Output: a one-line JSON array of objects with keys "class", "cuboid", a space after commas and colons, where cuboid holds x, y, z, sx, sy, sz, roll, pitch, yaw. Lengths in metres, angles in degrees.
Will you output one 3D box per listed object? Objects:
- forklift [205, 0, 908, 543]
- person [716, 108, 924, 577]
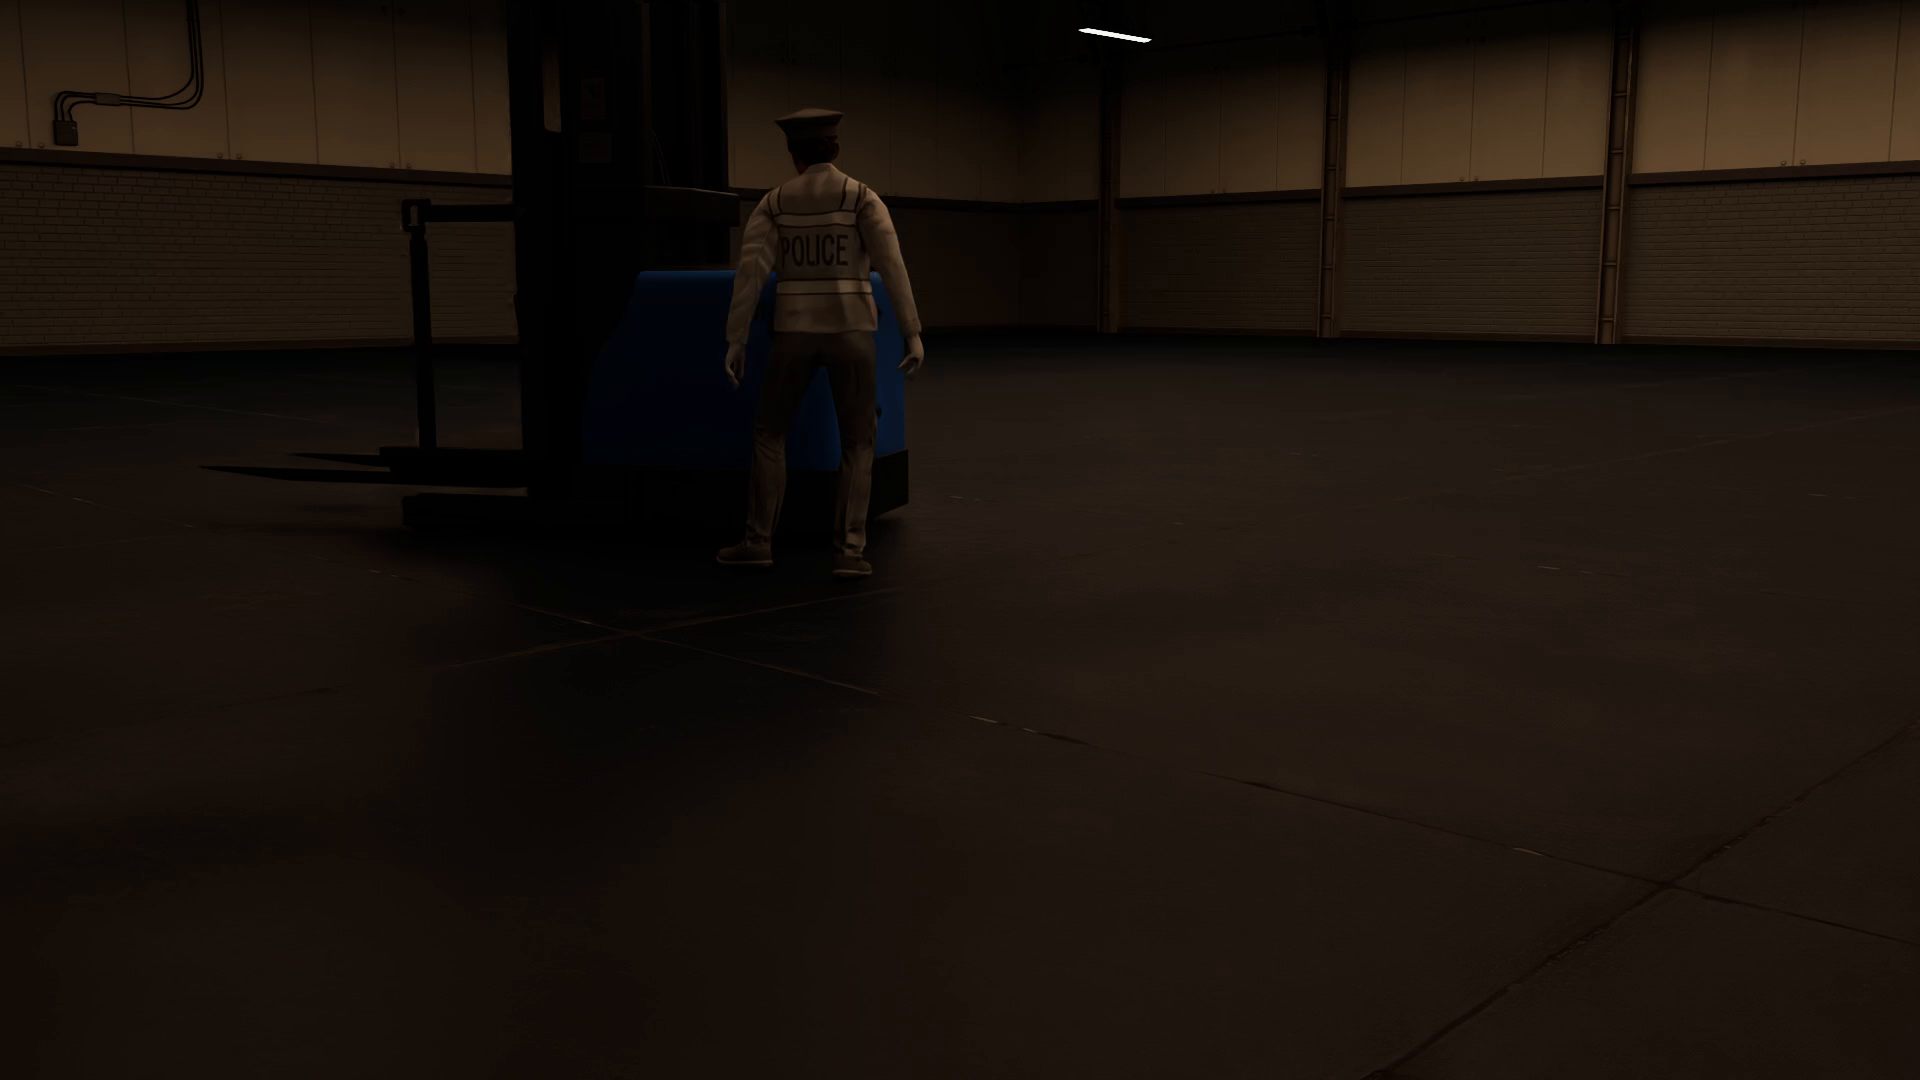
[{"class": "forklift", "cuboid": [-1.802, -1.538, 7.090, 3.031, 2.935, 1.130, 2, 9, 16]}, {"class": "person", "cuboid": [-0.510, -0.684, 5.845, 0.800, 1.638, 0.403, 1, 9, 8]}]
